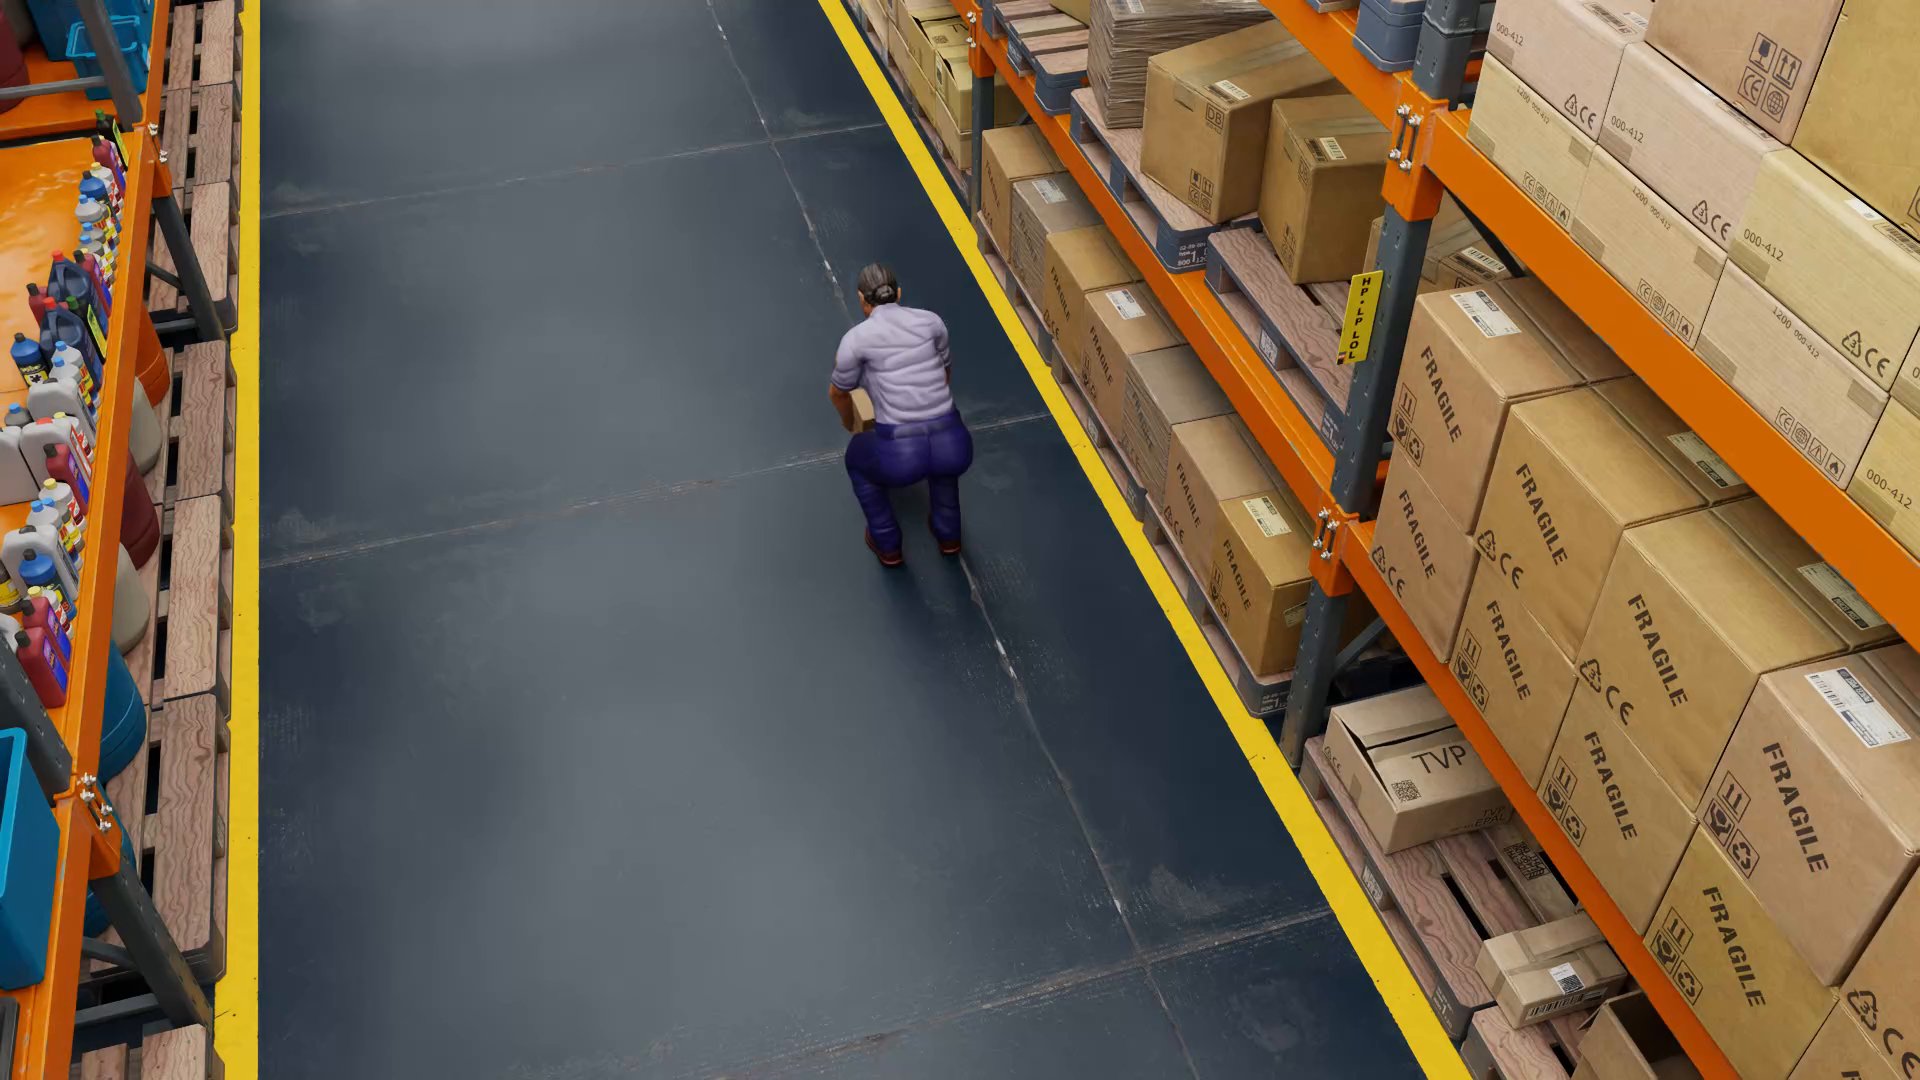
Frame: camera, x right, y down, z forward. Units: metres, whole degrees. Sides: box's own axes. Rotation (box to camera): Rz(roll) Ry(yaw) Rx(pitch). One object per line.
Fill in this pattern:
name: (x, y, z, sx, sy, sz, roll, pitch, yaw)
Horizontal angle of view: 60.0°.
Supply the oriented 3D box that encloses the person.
person: (-0.250, -0.478, 6.988, 0.538, 1.258, 0.715, -12, 44, -13)
